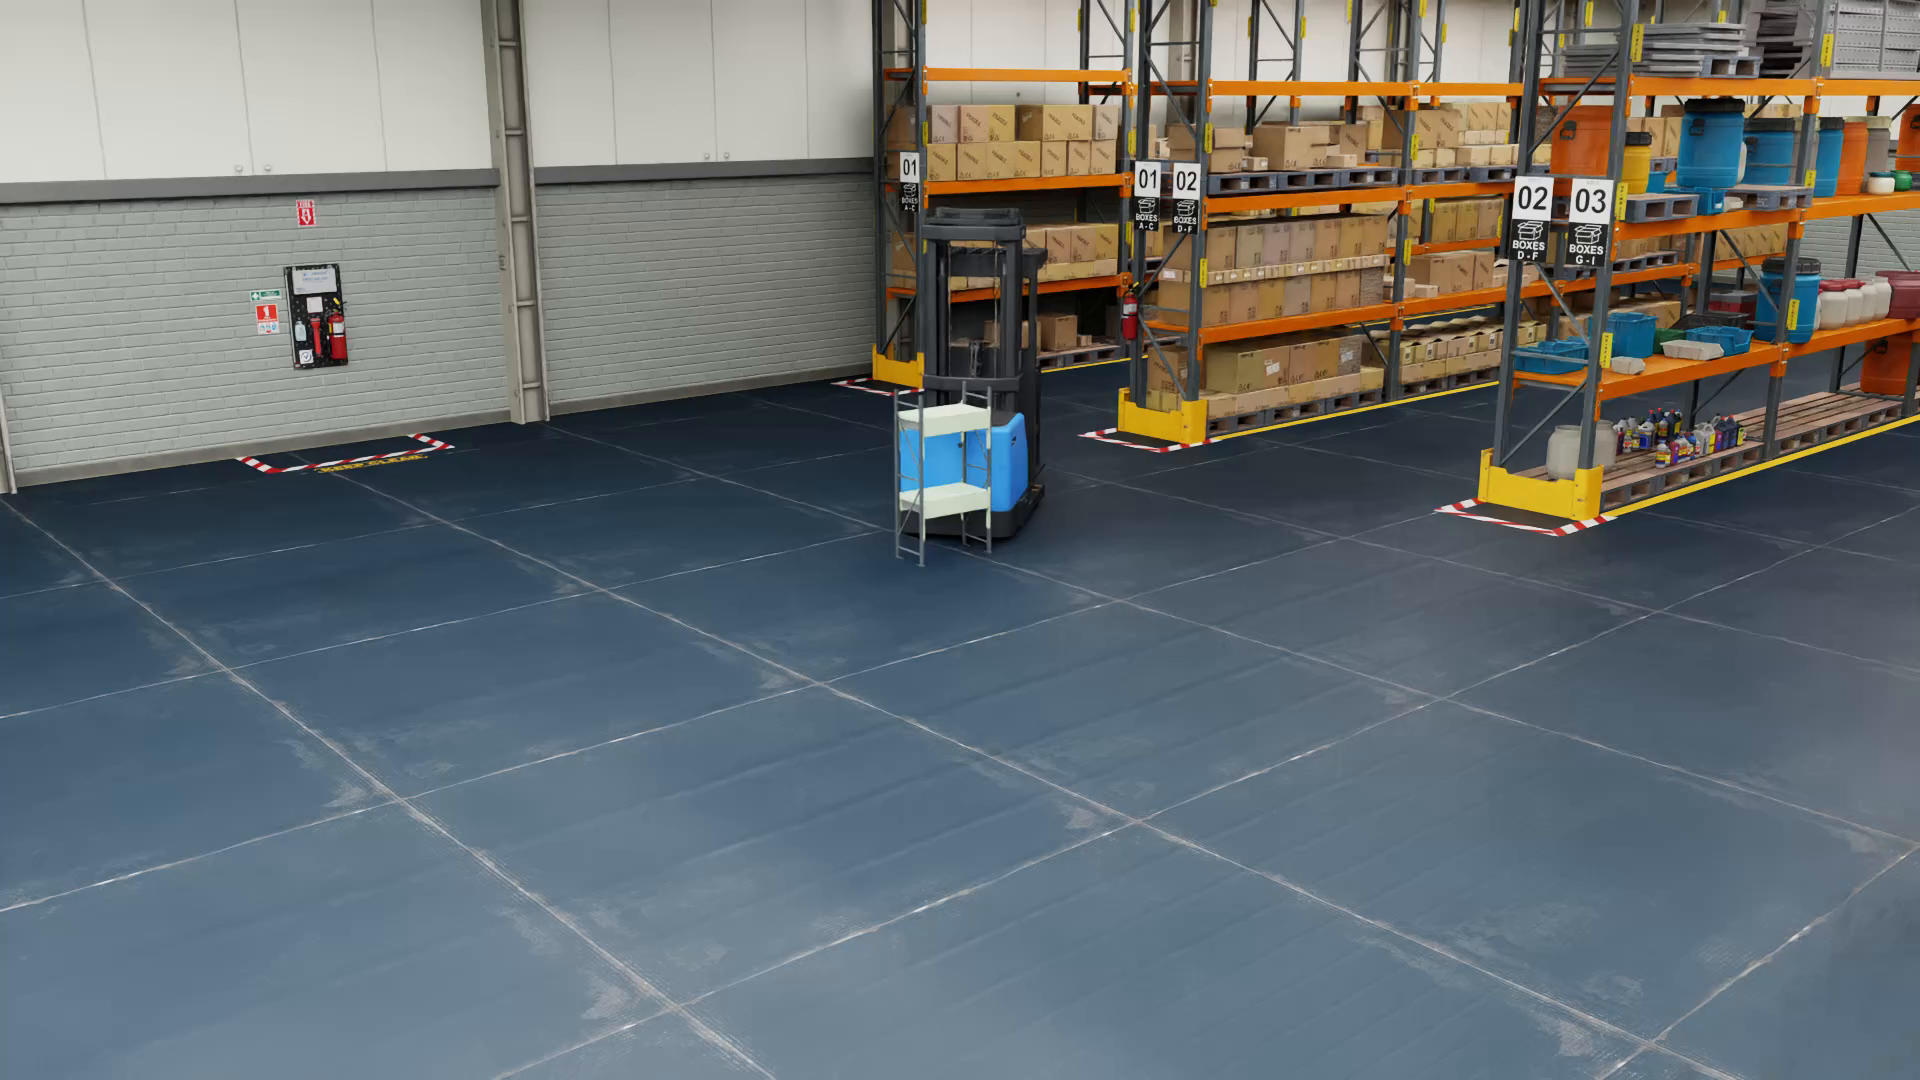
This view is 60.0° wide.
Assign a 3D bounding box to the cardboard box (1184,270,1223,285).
[{"bbox_3d":[2.867,-3.097,19.582,0.250,0.149,0.380,-13,20,-40],"label":"cardboard box"}]

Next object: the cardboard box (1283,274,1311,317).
[{"bbox_3d":[3.956,-3.099,20.844,0.500,0.500,0.700,-12,19,-38],"label":"cardboard box"}]

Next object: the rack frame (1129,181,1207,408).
[{"bbox_3d":[2.429,-2.711,19.586,0.127,3.000,1.000,-13,19,-39],"label":"rack frame"}]

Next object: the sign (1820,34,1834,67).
[{"bbox_3d":[9.048,-5.112,17.355,0.005,0.325,0.100,-13,19,-39],"label":"sign"}]

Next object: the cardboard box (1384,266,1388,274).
[{"bbox_3d":[7.154,-4.585,29.955,0.750,0.750,0.750,-12,19,-38],"label":"cardboard box"}]

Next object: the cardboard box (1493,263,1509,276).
[{"bbox_3d":[7.662,-3.909,24.245,0.500,0.311,0.500,-13,20,-40],"label":"cardboard box"}]

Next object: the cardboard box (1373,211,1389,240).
[{"bbox_3d":[7.281,-5.610,29.631,0.500,0.500,0.500,-13,19,-39],"label":"cardboard box"}]

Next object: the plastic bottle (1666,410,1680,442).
[{"bbox_3d":[7.909,-1.272,18.481,0.185,0.351,0.144,-13,19,-39],"label":"plastic bottle"}]

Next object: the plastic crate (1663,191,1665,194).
[{"bbox_3d":[7.326,-3.556,17.349,0.450,0.188,0.336,-13,19,-39],"label":"plastic crate"}]

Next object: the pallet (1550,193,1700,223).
[{"bbox_3d":[6.366,-3.225,16.064,1.213,0.211,1.003,-13,19,-39],"label":"pallet"}]

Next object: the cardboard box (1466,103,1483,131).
[{"bbox_3d":[9.333,-7.852,30.851,0.500,0.500,0.500,-13,20,-40],"label":"cardboard box"}]

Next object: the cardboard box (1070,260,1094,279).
[{"bbox_3d":[1.652,-4.067,24.917,0.500,0.250,0.500,-13,19,-39],"label":"cardboard box"}]

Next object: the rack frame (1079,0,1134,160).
[{"bbox_3d":[2.192,-7.251,24.957,0.127,3.000,1.000,-13,19,-39],"label":"rack frame"}]

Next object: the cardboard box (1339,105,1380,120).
[{"bbox_3d":[7.071,-7.560,29.428,0.500,0.250,0.500,-13,20,-41],"label":"cardboard box"}]

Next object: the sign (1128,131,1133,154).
[{"bbox_3d":[2.554,-5.947,24.887,0.005,0.325,0.100,-13,19,-39],"label":"sign"}]

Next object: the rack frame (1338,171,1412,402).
[{"bbox_3d":[5.447,-3.388,22.123,0.127,3.000,1.000,-13,19,-39],"label":"rack frame"}]

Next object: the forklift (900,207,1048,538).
[{"bbox_3d":[0.242,-1.773,16.210,1.130,2.935,3.031,3,15,11],"label":"forklift"}]

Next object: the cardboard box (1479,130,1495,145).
[{"bbox_3d":[9.697,-7.573,31.260,0.500,0.250,0.500,-13,20,-41],"label":"cardboard box"}]

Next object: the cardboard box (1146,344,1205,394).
[{"bbox_3d":[2.638,-2.096,20.347,0.500,0.500,0.500,-13,19,-39],"label":"cardboard box"}]

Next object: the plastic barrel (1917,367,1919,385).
[{"bbox_3d":[12.923,-2.417,22.343,0.708,0.588,0.600,-13,19,-39],"label":"plastic barrel"}]

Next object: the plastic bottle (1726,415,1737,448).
[{"bbox_3d":[8.399,-1.191,18.177,0.185,0.351,0.144,-13,20,-41],"label":"plastic bottle"}]

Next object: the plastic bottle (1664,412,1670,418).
[{"bbox_3d":[7.941,-1.291,18.698,0.135,0.276,0.152,-12,19,-37],"label":"plastic bottle"}]

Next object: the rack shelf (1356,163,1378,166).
[{"bbox_3d":[6.718,-6.470,29.242,4.000,0.370,1.077,-13,19,-39],"label":"rack shelf"}]

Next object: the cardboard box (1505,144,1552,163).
[{"bbox_3d":[8.159,-5.558,23.909,0.500,0.250,0.500,14,21,43],"label":"cardboard box"}]

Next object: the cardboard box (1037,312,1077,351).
[{"bbox_3d":[1.435,-3.174,25.310,0.500,0.500,0.500,14,21,43],"label":"cardboard box"}]

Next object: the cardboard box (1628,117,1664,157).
[{"bbox_3d":[10.564,-6.304,26.023,0.600,0.600,0.600,-13,20,-40],"label":"cardboard box"}]

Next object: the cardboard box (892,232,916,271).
[{"bbox_3d":[-0.609,-4.095,23.568,0.500,0.500,0.500,-13,20,-40],"label":"cardboard box"}]

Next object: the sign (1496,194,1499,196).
[{"bbox_3d":[10.885,-6.951,33.628,0.005,0.325,0.100,-13,19,-39],"label":"sign"}]

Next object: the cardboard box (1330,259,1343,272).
[{"bbox_3d":[4.613,-3.490,21.054,0.250,0.149,0.380,-13,20,-40],"label":"cardboard box"}]

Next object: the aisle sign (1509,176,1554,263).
[{"bbox_3d":[5.429,-3.048,15.809,0.004,0.787,0.394,-13,19,-39],"label":"aisle sign"}]

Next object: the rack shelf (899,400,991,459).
[{"bbox_3d":[-0.146,-0.962,14.434,0.720,0.370,0.431,-11,18,-35],"label":"rack shelf"}]

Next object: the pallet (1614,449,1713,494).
[{"bbox_3d":[7.241,-0.763,17.697,1.213,0.211,1.003,-13,19,-39],"label":"pallet"}]

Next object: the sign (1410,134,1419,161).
[{"bbox_3d":[5.812,-5.018,21.256,0.005,0.325,0.100,-13,19,-39],"label":"sign"}]

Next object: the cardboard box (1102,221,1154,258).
[{"bbox_3d":[2.598,-4.693,25.959,0.500,0.500,0.700,-13,19,-39],"label":"cardboard box"}]

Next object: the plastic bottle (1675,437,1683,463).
[{"bbox_3d":[7.509,-0.945,17.409,0.097,0.271,0.097,0,15,0],"label":"plastic bottle"}]

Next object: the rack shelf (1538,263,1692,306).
[{"bbox_3d":[9.973,-4.057,26.021,4.000,0.370,1.077,-13,19,-39],"label":"rack shelf"}]

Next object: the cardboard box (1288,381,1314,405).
[{"bbox_3d":[4.112,-1.887,21.015,0.500,0.250,0.500,-13,19,-39],"label":"cardboard box"}]

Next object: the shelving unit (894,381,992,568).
[{"bbox_3d":[-0.146,-0.585,14.535,0.755,1.500,0.431,-11,18,-35],"label":"shelving unit"}]

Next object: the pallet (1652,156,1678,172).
[{"bbox_3d":[10.944,-6.005,26.471,1.003,0.211,1.213,-13,19,-39],"label":"pallet"}]

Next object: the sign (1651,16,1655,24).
[{"bbox_3d":[11.139,-8.240,26.699,0.005,0.325,0.100,-13,19,-39],"label":"sign"}]

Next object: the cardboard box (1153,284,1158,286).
[{"bbox_3d":[3.456,-4.011,26.994,0.500,0.250,0.500,-13,20,-41],"label":"cardboard box"}]

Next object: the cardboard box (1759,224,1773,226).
[{"bbox_3d":[13.575,-5.649,28.456,0.500,0.500,0.500,-12,19,-38],"label":"cardboard box"}]

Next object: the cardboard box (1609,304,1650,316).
[{"bbox_3d":[10.541,-3.442,26.316,0.500,0.500,0.500,-12,19,-39],"label":"cardboard box"}]

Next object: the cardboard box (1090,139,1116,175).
[{"bbox_3d":[1.971,-5.725,24.827,0.500,0.500,0.500,-12,19,-38],"label":"cardboard box"}]

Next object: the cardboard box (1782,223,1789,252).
[{"bbox_3d":[14.340,-5.341,29.238,0.500,0.500,0.500,-12,19,-38],"label":"cardboard box"}]

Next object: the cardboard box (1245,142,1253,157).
[{"bbox_3d":[3.544,-4.728,20.414,0.500,0.311,0.500,-10,18,-33],"label":"cardboard box"}]

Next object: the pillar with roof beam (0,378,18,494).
[{"bbox_3d":[-7.092,-3.989,12.746,0.400,9.000,9.100,-13,19,-39],"label":"pillar with roof beam"}]

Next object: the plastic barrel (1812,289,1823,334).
[{"bbox_3d":[9.561,-2.609,18.940,0.433,0.535,0.433,0,15,0],"label":"plastic barrel"}]

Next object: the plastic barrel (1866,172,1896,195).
[{"bbox_3d":[10.907,-4.223,19.702,0.301,0.262,0.301,0,15,0],"label":"plastic barrel"}]

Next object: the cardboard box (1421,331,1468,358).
[{"bbox_3d":[6.693,-2.727,23.075,0.500,0.311,0.500,-14,20,-41],"label":"cardboard box"}]

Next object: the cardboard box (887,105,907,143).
[{"bbox_3d":[-0.672,-5.789,23.127,0.500,0.500,0.500,-12,19,-37],"label":"cardboard box"}]

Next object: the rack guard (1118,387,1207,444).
[{"bbox_3d":[2.411,-1.499,19.894,0.348,0.500,1.175,-13,19,-39],"label":"rack guard"}]

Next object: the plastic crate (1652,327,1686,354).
[{"bbox_3d":[7.486,-2.146,17.883,0.662,0.188,0.450,-13,19,-39],"label":"plastic crate"}]

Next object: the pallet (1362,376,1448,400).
[{"bbox_3d":[5.977,-2.174,22.979,1.213,0.211,1.003,-13,19,-39],"label":"pallet"}]

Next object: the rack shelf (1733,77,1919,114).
[{"bbox_3d":[10.204,-5.120,19.149,4.000,0.370,1.077,-13,19,-39],"label":"rack shelf"}]

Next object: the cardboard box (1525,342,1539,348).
[{"bbox_3d":[8.227,-2.804,24.449,0.500,0.250,0.500,-12,19,-38],"label":"cardboard box"}]

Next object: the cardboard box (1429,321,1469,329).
[{"bbox_3d":[7.099,-3.003,24.109,0.500,0.311,0.500,-13,20,-41],"label":"cardboard box"}]

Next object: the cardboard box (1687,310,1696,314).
[{"bbox_3d":[11.940,-3.686,27.596,0.500,0.311,0.500,-13,19,-39],"label":"cardboard box"}]

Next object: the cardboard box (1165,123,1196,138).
[{"bbox_3d":[3.587,-6.339,26.348,0.500,0.500,0.500,-14,20,-41],"label":"cardboard box"}]
